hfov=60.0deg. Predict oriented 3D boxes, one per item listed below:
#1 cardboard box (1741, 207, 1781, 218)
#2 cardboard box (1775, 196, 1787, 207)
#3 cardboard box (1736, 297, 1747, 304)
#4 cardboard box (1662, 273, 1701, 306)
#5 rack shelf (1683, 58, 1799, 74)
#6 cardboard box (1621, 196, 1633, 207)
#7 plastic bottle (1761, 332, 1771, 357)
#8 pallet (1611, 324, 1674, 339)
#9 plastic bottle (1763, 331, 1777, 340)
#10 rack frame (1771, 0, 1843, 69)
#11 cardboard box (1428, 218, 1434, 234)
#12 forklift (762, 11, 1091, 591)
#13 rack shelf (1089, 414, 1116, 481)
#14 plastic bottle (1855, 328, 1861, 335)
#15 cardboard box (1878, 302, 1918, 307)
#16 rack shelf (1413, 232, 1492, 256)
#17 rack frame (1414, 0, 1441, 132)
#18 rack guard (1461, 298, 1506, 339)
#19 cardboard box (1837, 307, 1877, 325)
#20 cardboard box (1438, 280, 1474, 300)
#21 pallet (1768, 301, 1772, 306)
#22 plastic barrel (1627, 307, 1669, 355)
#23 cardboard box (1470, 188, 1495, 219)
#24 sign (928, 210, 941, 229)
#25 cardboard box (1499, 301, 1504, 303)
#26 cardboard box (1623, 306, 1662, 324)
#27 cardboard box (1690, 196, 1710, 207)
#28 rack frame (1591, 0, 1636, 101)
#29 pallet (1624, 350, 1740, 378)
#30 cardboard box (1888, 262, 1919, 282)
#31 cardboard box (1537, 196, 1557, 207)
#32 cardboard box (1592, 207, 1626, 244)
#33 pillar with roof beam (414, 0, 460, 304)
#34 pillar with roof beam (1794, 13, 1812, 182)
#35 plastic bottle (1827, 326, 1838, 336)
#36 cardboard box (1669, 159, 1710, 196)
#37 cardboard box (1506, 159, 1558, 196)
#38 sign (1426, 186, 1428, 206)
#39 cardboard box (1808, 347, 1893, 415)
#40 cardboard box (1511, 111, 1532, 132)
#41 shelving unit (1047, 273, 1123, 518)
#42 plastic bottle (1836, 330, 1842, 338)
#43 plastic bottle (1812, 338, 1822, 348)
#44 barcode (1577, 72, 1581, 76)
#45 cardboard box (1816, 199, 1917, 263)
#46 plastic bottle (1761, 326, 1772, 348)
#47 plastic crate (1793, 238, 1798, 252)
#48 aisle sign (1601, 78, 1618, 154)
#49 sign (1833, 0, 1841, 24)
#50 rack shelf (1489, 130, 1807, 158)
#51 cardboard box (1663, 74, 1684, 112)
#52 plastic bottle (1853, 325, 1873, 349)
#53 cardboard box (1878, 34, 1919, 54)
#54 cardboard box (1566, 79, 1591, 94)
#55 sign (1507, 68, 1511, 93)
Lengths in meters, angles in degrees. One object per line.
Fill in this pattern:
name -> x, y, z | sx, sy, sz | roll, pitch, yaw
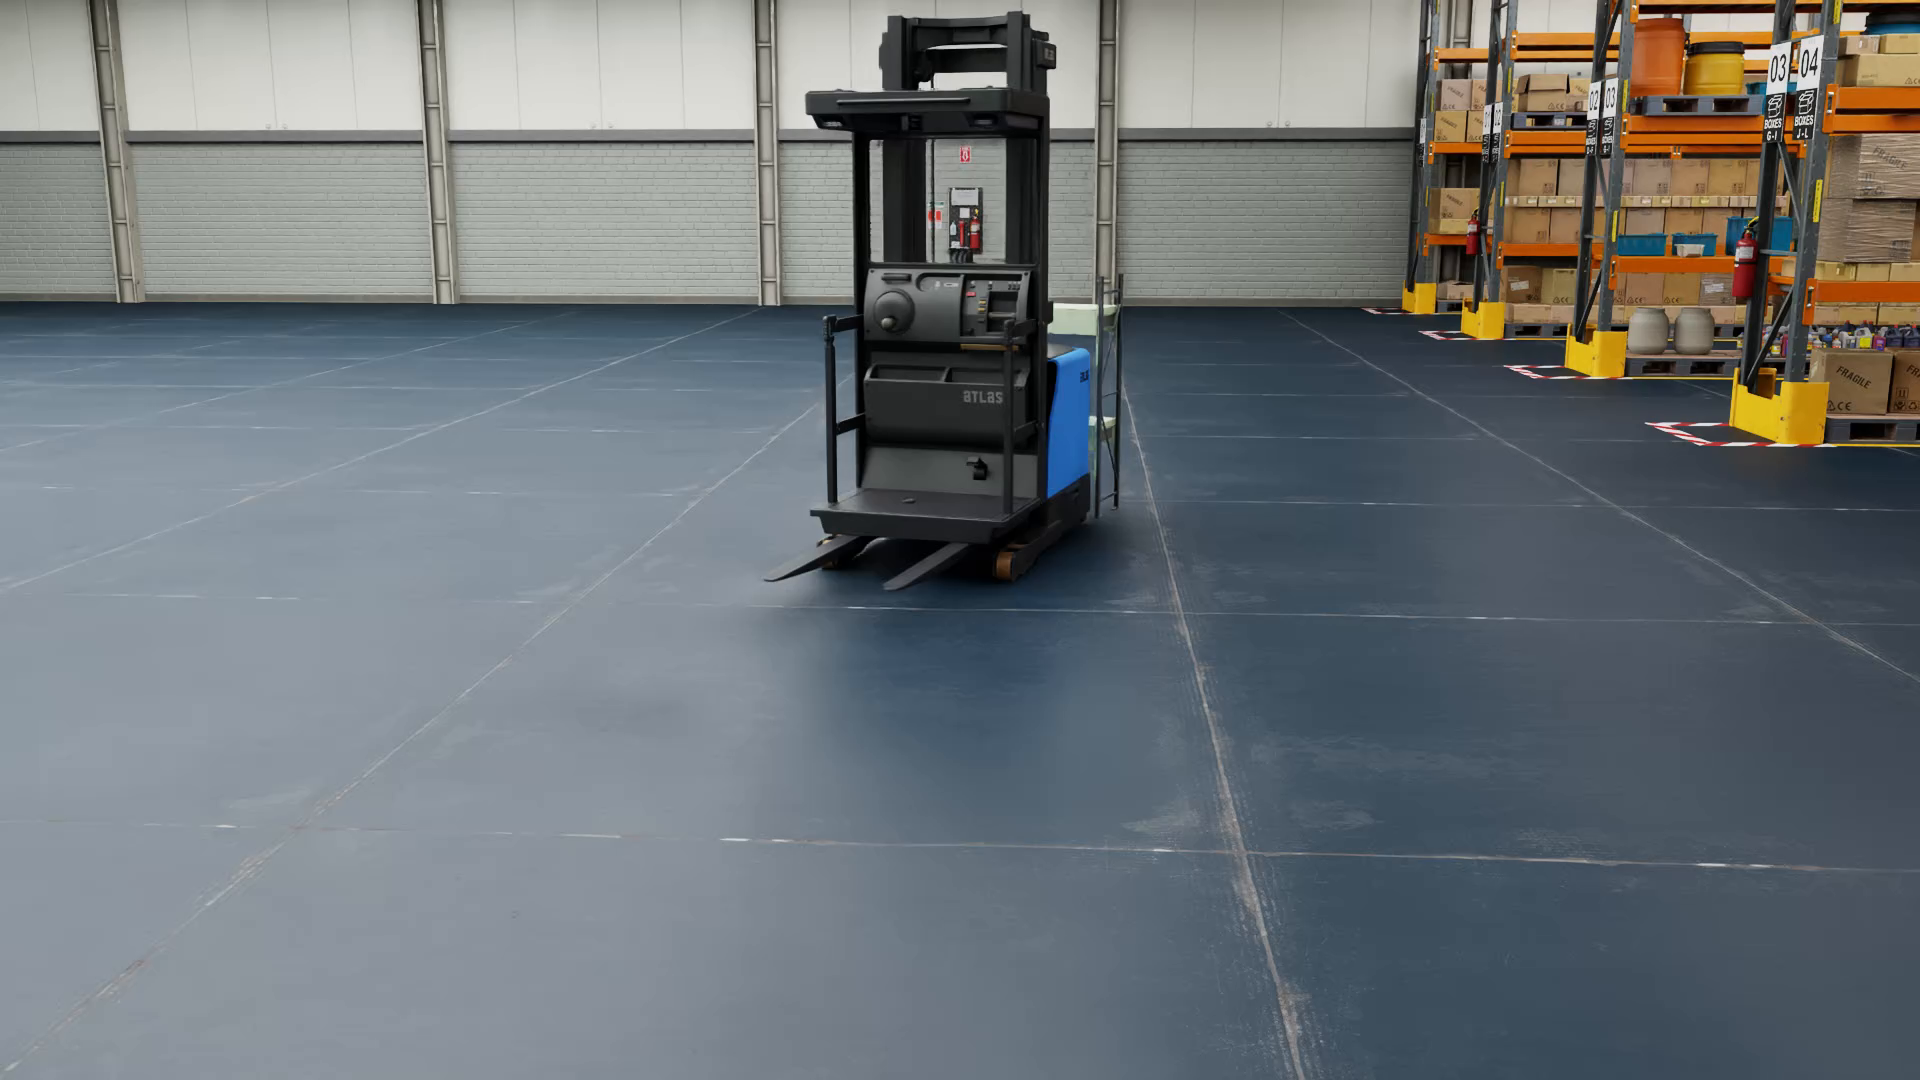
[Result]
cardboard box -> 11.010, -4.384, 23.157 | 0.500, 0.500, 0.700 | 0, 12, 2
cardboard box -> 11.168, -4.657, 22.876 | 0.250, 0.149, 0.380 | 1, 12, 4
cardboard box -> 11.012, -3.627, 23.642 | 0.500, 0.500, 0.500 | 1, 12, 4
cardboard box -> 9.979, -3.534, 23.196 | 0.500, 0.500, 0.500 | 1, 12, 4
rack shelf -> 13.776, -7.704, 27.352 | 4.000, 0.370, 1.077 | 1, 12, 4
cardboard box -> 9.125, -4.685, 23.011 | 0.250, 0.149, 0.380 | 1, 12, 3
plastic bottle -> 8.916, -2.165, 18.380 | 0.097, 0.271, 0.097 | 0, 12, 0
pallet -> 9.442, -3.001, 23.600 | 1.213, 0.211, 1.003 | 1, 12, 4
plastic bottle -> 9.233, -2.293, 18.962 | 0.133, 0.283, 0.061 | 1, 12, 4
rack frame -> 6.797, -5.298, 13.117 | 0.127, 3.000, 1.000 | 1, 12, 4
cardboard box -> 8.269, -5.367, 28.416 | 0.500, 0.250, 0.500 | 1, 12, 5
forklift -> -0.137, -1.304, 8.845 | 1.130, 2.935, 3.031 | 4, 12, 18
rack shelf -> 0.603, -0.619, 10.655 | 0.720, 0.370, 0.431 | 5, 13, 24
plastic bottle -> 10.188, -2.272, 18.891 | 0.097, 0.271, 0.097 | 0, 12, 0
cardboard box -> 12.865, -3.393, 22.984 | 0.500, 0.311, 0.500 | 0, 12, 2
rack shelf -> 9.785, -5.018, 28.187 | 4.000, 0.370, 1.077 | 1, 12, 4
rack frame -> 7.790, -8.334, 27.629 | 0.127, 3.000, 1.000 | 1, 12, 4
rack guard -> 7.438, -3.162, 23.663 | 0.348, 0.500, 1.175 | 1, 12, 4
cardboard box -> 12.349, -3.127, 23.079 | 0.500, 0.250, 0.500 | 1, 12, 5
cardboard box -> 8.474, -4.269, 28.341 | 0.500, 0.311, 0.500 | -1, 12, -3
pallet -> 13.778, -3.951, 28.141 | 1.213, 0.211, 1.003 | 1, 12, 4
plastic barrel -> 7.789, -2.368, 18.812 | 0.421, 0.512, 0.421 | 0, 12, 0
cardboard box -> 8.738, -5.624, 27.813 | 0.500, 0.500, 0.500 | 1, 12, 4
sign -> -0.449, -5.734, 29.767 | 0.234, 0.329, 0.001 | 1, 12, 4
cardboard box -> 8.017, -3.298, 23.898 | 0.500, 0.250, 0.500 | 1, 12, 4
cardboard box -> 9.479, -3.171, 23.292 | 0.500, 0.250, 0.500 | 1, 12, 4
cardboard box -> 10.153, -4.671, 22.944 | 0.250, 0.149, 0.380 | 1, 12, 3
rack frame -> 7.128, -6.310, 17.954 | 0.127, 3.000, 1.000 | 1, 12, 4
pallet -> 8.017, -2.005, 18.836 | 1.213, 0.211, 1.003 | 1, 12, 4
cardboard box -> 7.562, -2.172, 13.439 | 0.250, 0.149, 0.380 | 1, 12, 4
cardboard box -> 8.103, -4.699, 23.078 | 0.250, 0.149, 0.380 | 0, 12, 2
cardboard box -> 8.947, -4.411, 23.285 | 0.500, 0.500, 0.700 | 1, 12, 4
pillar with roof beam -> -9.701, -7.868, 25.401 | 0.400, 9.000, 9.100 | 1, 12, 4
pillar with roof beam -> 14.245, -7.539, 23.832 | 0.400, 9.000, 9.100 | 1, 12, 4
plastic bottle -> 9.991, -2.314, 19.062 | 0.133, 0.283, 0.061 | 1, 12, 6
cardboard box -> 10.006, -5.033, 23.089 | 0.500, 0.500, 0.700 | 1, 12, 4
cardboard box -> 7.980, -5.059, 23.216 | 0.500, 0.500, 0.700 | 1, 12, 4
sign -> 7.754, -5.710, 27.625 | 0.005, 0.325, 0.100 | 1, 12, 4
cardboard box -> 7.419, -1.332, 13.887 | 0.500, 0.500, 0.500 | 3, 12, 14
cardboard box -> 9.158, -6.848, 27.558 | 0.500, 0.500, 0.500 | 1, 12, 6
shelving unit -> 0.603, -0.938, 10.588 | 0.755, 1.500, 0.431 | 5, 13, 24
plastic bottle -> 9.788, -2.186, 18.453 | 0.133, 0.283, 0.061 | 1, 12, 4
plastic bottle -> 9.457, -2.123, 18.351 | 0.097, 0.201, 0.097 | 0, 12, 0
barcode -> 10.423, -7.847, 27.991 | 0.075, 0.075, 0.001 | 1, 12, 4
cardboard box -> 7.344, -2.543, 13.628 | 0.500, 0.500, 0.875 | 1, 12, 4
plastic bottle -> 9.239, -2.311, 19.067 | 0.135, 0.276, 0.152 | 1, 12, 4
plastic crate -> 9.783, -3.291, 18.693 | 0.662, 0.188, 0.450 | 1, 12, 4
aisle sign -> 7.036, -4.587, 18.021 | 0.004, 0.787, 0.394 | 1, 12, 4
sign -> 6.761, -4.147, 12.805 | 0.005, 0.325, 0.100 | 1, 12, 4
rack shelf -> 9.458, -5.474, 23.041 | 4.000, 0.370, 1.077 | 1, 12, 4
cardboard box -> 9.819, -6.172, 23.000 | 0.637, 0.503, 0.797 | 2, 12, 10
plastic bottle -> 9.943, -2.194, 18.327 | 0.185, 0.351, 0.144 | 1, 12, 3
cardboard box -> 7.308, -3.877, 13.043 | 0.250, 0.149, 0.380 | 1, 12, 5
cardboard box -> 10.193, -7.321, 27.378 | 0.500, 0.500, 0.500 | 0, 12, 2
sign -> 7.419, -6.207, 22.459 | 0.005, 0.325, 0.100 | 1, 12, 4
